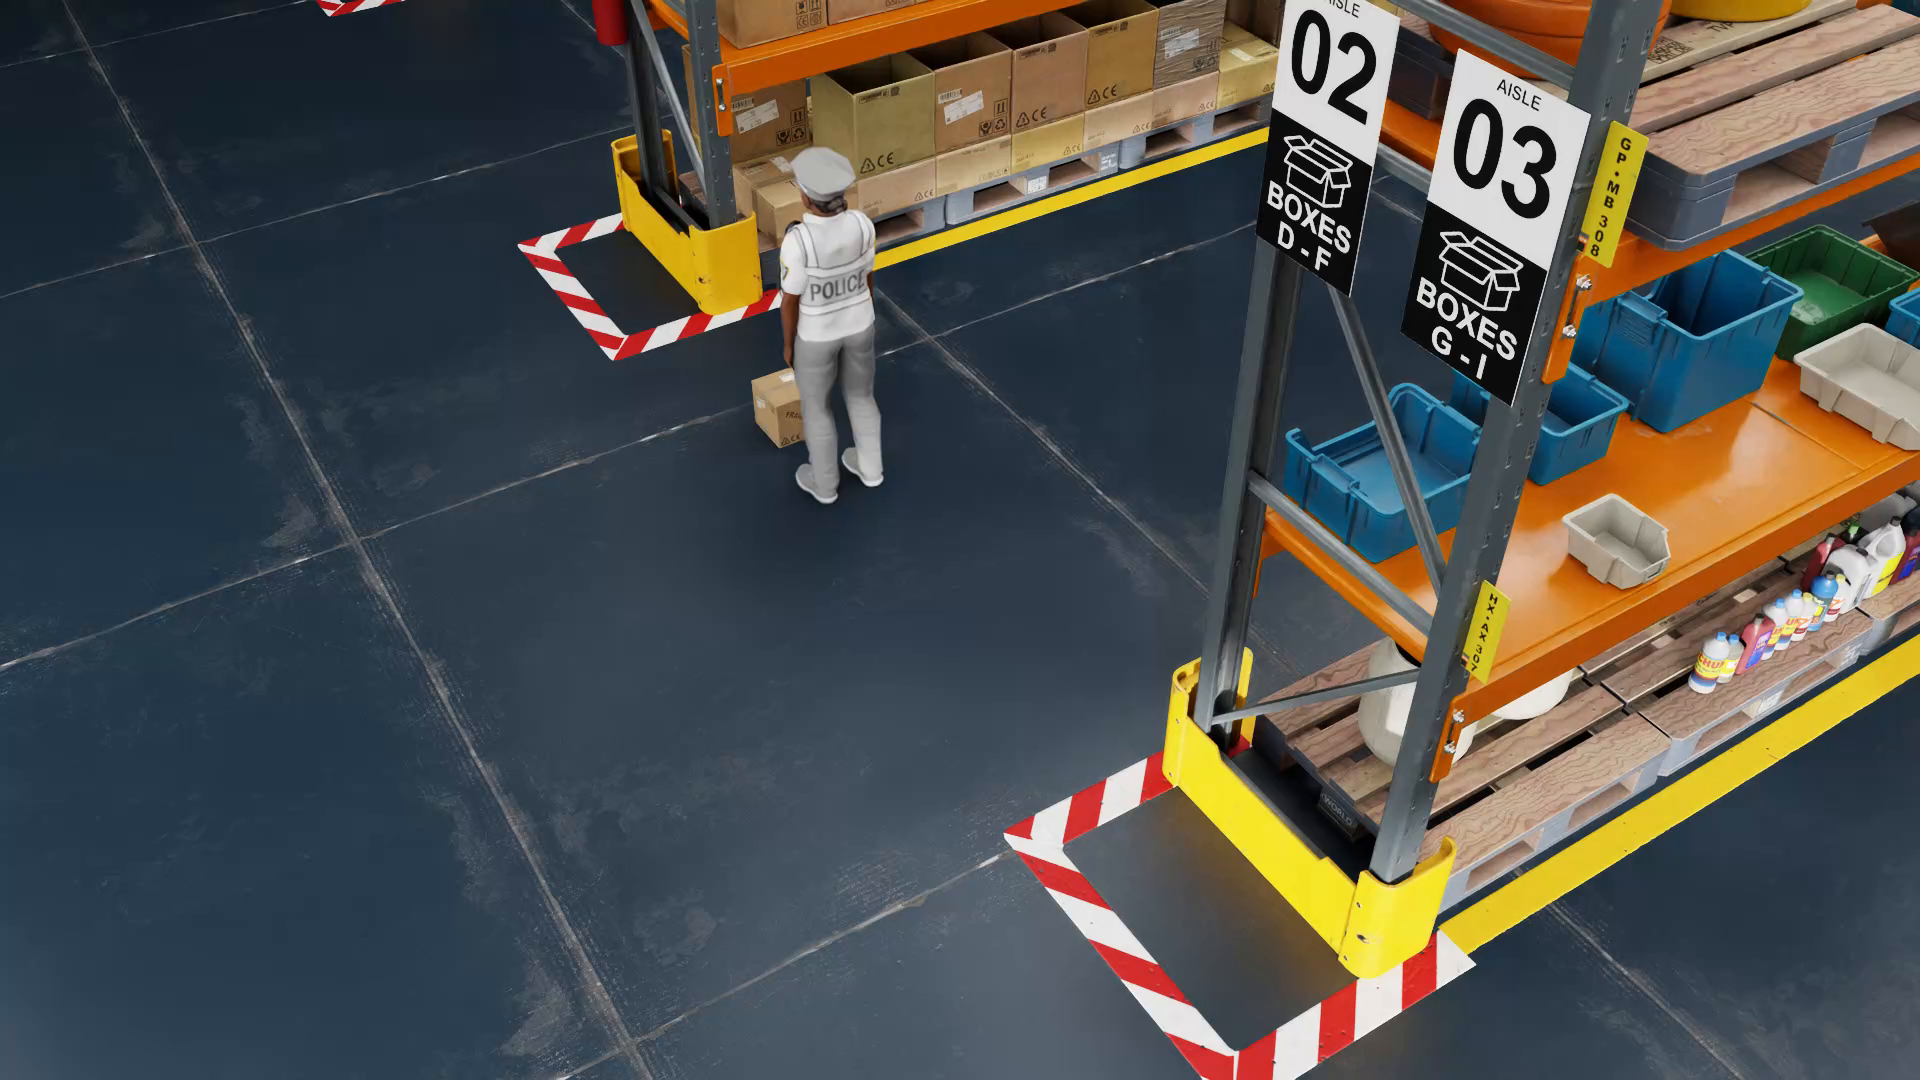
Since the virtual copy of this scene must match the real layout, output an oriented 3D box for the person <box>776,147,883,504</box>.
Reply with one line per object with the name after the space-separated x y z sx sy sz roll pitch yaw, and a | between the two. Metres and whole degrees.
-0.572 -0.900 7.183 0.443 1.677 0.337 -21 45 -23 | person
